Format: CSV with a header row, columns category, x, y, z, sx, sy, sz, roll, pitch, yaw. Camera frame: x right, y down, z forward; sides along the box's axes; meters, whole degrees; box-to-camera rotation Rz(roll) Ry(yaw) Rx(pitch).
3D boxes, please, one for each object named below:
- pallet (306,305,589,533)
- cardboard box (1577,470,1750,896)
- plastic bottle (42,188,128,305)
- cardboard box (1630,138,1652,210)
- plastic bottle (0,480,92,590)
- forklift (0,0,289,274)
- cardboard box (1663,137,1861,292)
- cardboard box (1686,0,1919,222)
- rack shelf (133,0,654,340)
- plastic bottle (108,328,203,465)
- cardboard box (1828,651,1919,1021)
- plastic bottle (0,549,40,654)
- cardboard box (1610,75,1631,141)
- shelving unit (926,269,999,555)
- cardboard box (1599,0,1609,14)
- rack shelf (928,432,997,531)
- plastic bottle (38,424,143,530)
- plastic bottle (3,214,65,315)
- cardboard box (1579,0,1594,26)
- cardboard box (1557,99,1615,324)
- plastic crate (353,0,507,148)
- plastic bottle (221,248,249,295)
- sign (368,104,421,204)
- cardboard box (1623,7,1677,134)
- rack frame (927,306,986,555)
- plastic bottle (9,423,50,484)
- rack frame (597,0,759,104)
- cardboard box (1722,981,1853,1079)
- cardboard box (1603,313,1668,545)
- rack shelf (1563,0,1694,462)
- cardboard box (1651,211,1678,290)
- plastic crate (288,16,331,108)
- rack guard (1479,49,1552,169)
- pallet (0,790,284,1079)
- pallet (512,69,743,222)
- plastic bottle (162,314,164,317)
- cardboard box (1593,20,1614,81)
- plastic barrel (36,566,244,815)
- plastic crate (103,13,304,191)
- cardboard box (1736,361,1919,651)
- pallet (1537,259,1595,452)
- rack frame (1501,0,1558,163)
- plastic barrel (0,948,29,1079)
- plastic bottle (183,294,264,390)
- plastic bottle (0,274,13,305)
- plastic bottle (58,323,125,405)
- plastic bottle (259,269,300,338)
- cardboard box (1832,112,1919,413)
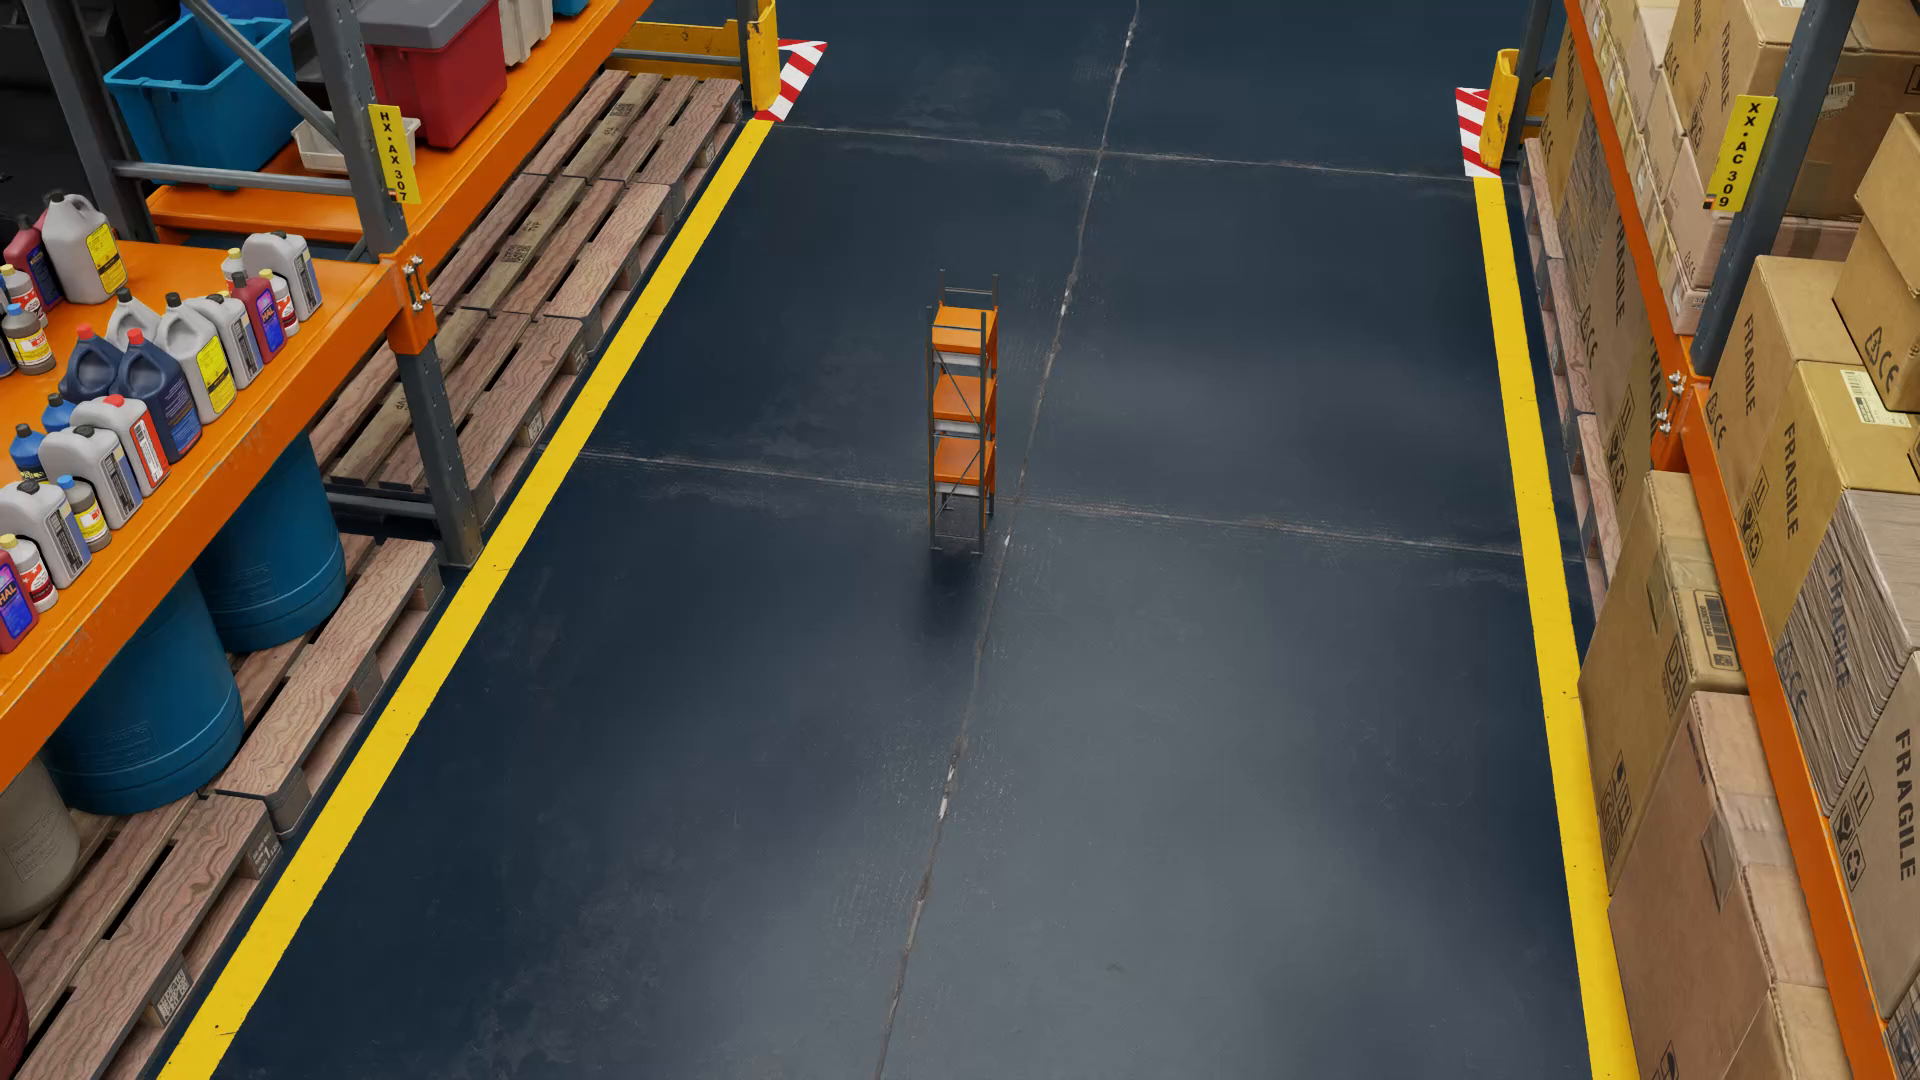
category,x,y,z,sx,sy,sz,roll,pitch,yaw
pallet,-2.189,-0.529,6.724,1.003,0.211,1.213,6,40,8
cardboard box,2.510,0.469,4.666,1.225,0.875,0.875,7,40,8
plastic bottle,-2.665,-0.908,5.033,0.144,0.351,0.185,6,40,8
cardboard box,2.464,-1.206,5.552,0.380,0.149,0.250,7,40,9
plastic bottle,-2.241,-0.031,4.031,0.152,0.276,0.135,6,40,8
forklift,-4.309,-2.604,7.099,1.130,2.935,3.031,8,40,10
cardboard box,2.418,-0.954,4.934,0.500,0.250,0.500,6,40,7
cardboard box,2.417,-1.255,4.710,0.500,0.500,0.500,7,40,9
rack shelf,-1.932,-2.115,7.019,1.077,0.370,4.000,6,40,8
plastic bottle,-2.146,-0.390,4.406,0.144,0.351,0.185,6,40,8
cardboard box,2.017,0.586,3.109,0.500,0.500,0.500,7,40,9
plastic bottle,-2.236,0.116,3.847,0.061,0.283,0.133,6,40,8
cardboard box,2.553,-1.529,5.942,0.380,0.149,0.250,6,40,7
shelving unit,0.009,-0.438,5.956,0.215,1.050,0.252,6,40,8
cardboard box,2.770,-2.245,6.496,0.500,0.250,0.500,5,40,6
rack shelf,0.009,-0.216,6.140,0.215,0.259,0.240,6,40,8
plastic bottle,-2.201,-0.177,4.207,0.152,0.276,0.135,6,40,8
plastic bottle,-2.784,-0.826,4.986,0.061,0.283,0.133,6,40,8
cardboard box,2.730,-2.173,6.722,0.380,0.149,0.250,6,40,7
cardboard box,3.103,-1.463,7.004,0.875,0.875,0.875,6,40,8
plastic crate,-1.876,-1.718,5.877,0.402,0.464,0.583,6,40,8
plastic bottle,-2.154,-0.780,4.995,0.097,0.201,0.097,0,40,0
sign,-1.736,-1.182,5.109,0.100,0.325,0.005,6,40,8
cardboard box,2.594,-1.600,5.715,0.500,0.250,0.500,7,40,9
rack frame,-0.012,-0.362,5.863,0.200,1.050,0.008,6,40,8
plastic bottle,-2.327,-0.177,4.211,0.097,0.271,0.097,0,40,0
rack frame,-1.585,-3.648,8.308,1.000,3.000,0.127,6,40,8
cardboard box,2.210,1.587,3.315,1.225,0.875,0.875,7,40,8
cardboard box,2.794,-0.340,5.645,0.875,0.875,0.875,6,40,8
rack shelf,2.947,-1.569,6.359,1.077,0.370,4.000,6,40,8
cardboard box,2.375,-0.884,5.162,0.380,0.149,0.250,7,40,9
plastic crate,-2.349,-1.787,6.226,0.437,0.125,0.590,6,40,8
rack guard,3.297,-2.153,8.462,1.175,0.500,0.348,6,40,8
pallet,-2.661,1.185,4.651,1.003,0.211,1.213,6,40,8
pallet,-1.766,-2.060,8.576,1.003,0.211,1.213,6,40,8
plastic bottle,-2.217,-0.551,4.718,0.097,0.201,0.097,0,40,0
cardboard box,2.641,-1.853,6.334,0.380,0.149,0.250,5,40,7
plastic barrel,-2.511,0.293,4.858,0.600,0.901,0.708,6,40,8
plastic crate,-2.533,-1.485,5.658,0.392,0.384,0.575,6,40,8
cardboard box,2.189,-0.053,3.882,0.500,0.500,0.500,6,40,8
pallet,3.018,-0.753,6.995,1.003,0.211,1.213,6,40,8
rack frame,3.293,-3.102,7.648,1.000,3.000,0.127,6,40,8
plastic barrel,-2.707,1.123,4.101,0.600,0.588,0.708,6,40,8
plastic bottle,-2.091,-0.577,4.692,0.152,0.276,0.135,6,40,8
plastic bottle,-2.803,-0.686,4.826,0.097,0.271,0.097,0,40,0
plastic bottle,-2.288,-0.405,4.425,0.144,0.351,0.185,6,40,8
plastic bottle,-2.021,-0.702,4.901,0.097,0.201,0.097,0,40,0
cardboard box,2.498,-0.615,3.774,0.797,0.503,0.637,5,40,7
